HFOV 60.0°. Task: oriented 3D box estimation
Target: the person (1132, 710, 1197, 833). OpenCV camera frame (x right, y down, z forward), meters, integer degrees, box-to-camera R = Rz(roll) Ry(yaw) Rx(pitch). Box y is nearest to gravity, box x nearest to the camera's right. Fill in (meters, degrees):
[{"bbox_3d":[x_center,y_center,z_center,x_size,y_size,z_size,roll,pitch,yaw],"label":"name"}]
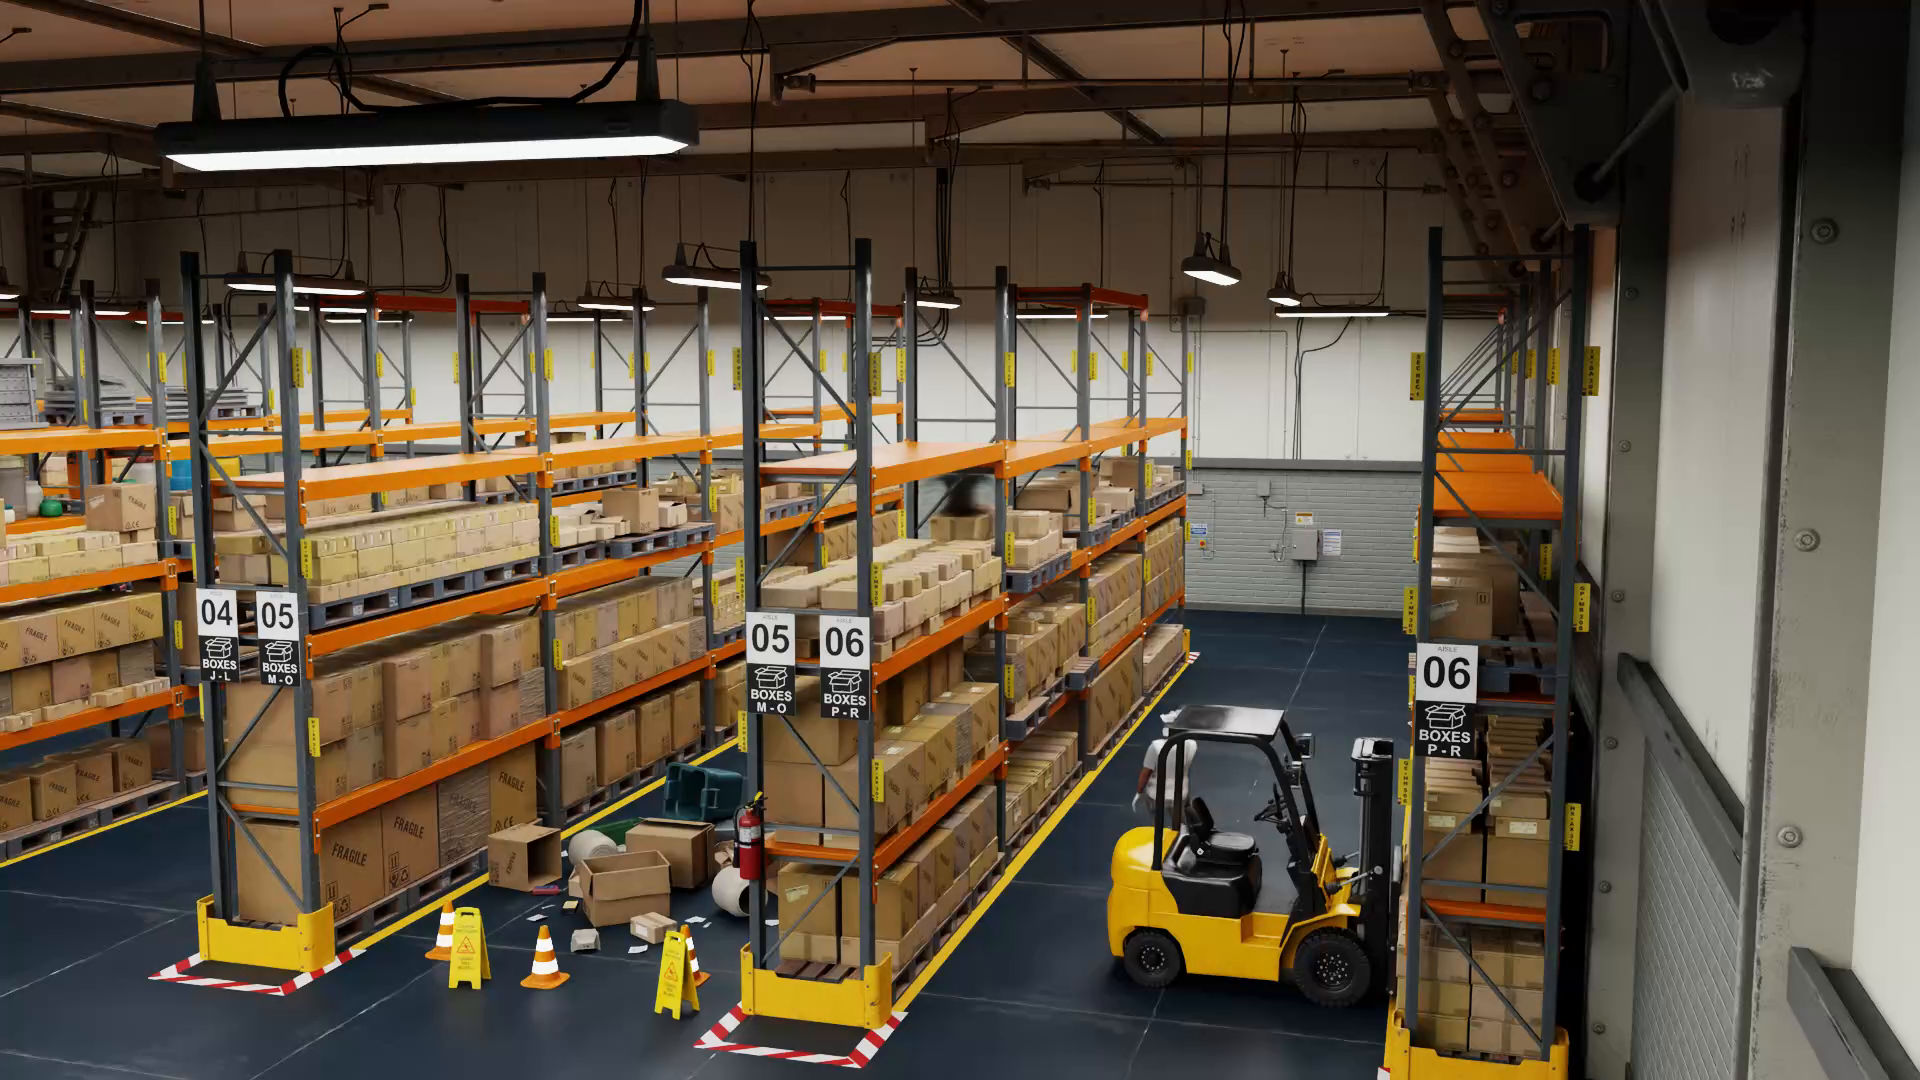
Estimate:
[{"bbox_3d":[2.031,2.482,16.757,0.656,1.635,0.826,0,6,-3],"label":"person"}]
